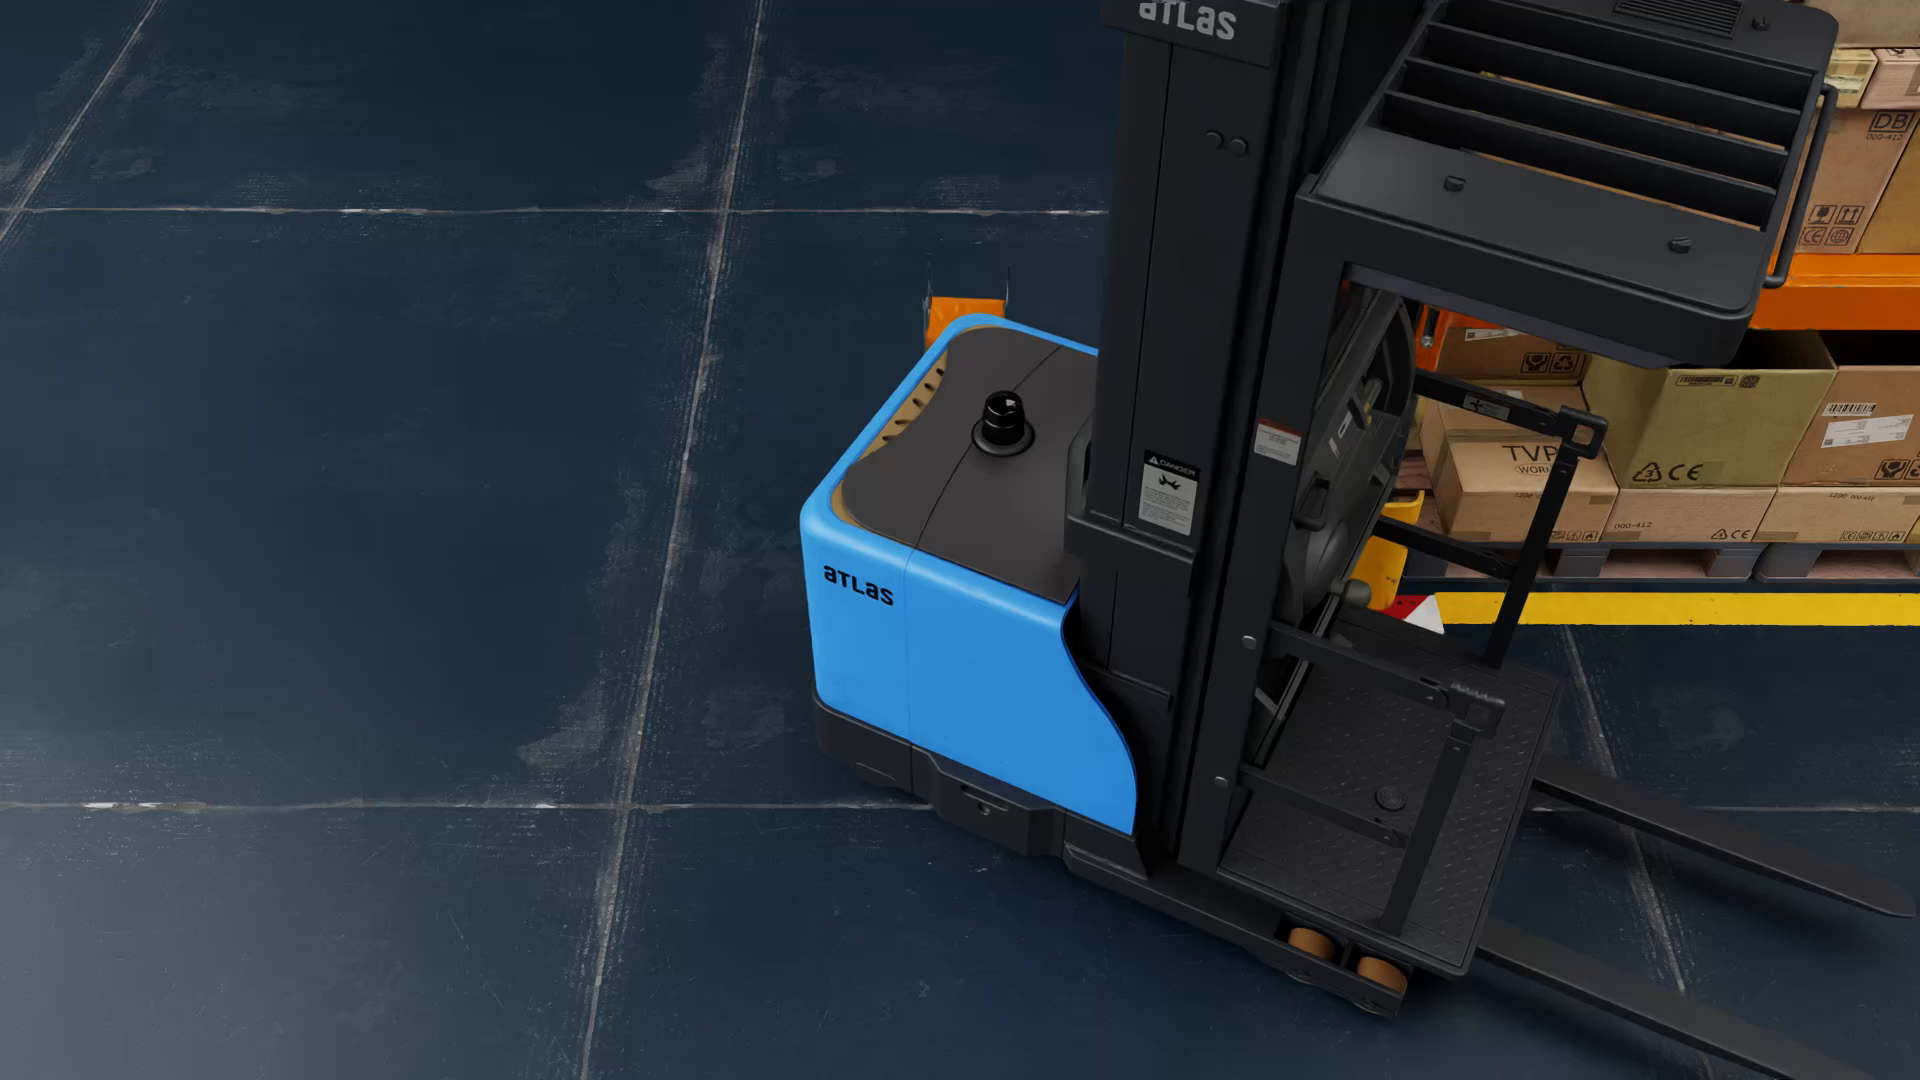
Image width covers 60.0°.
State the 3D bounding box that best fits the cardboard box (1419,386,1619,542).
[{"bbox_3d":[1.844,-0.256,5.531,0.500,0.250,0.500,0,47,0],"label":"cardboard box"}]

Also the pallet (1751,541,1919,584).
[{"bbox_3d":[3.291,-0.287,5.873,1.213,0.211,1.003,0,47,0],"label":"pallet"}]

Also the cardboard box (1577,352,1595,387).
[{"bbox_3d":[2.346,-0.643,5.890,0.500,0.250,0.500,0,47,0],"label":"cardboard box"}]

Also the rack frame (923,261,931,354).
[{"bbox_3d":[-0.100,-0.427,5.429,0.008,1.050,0.200,3,47,3],"label":"rack frame"}]

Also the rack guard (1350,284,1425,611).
[{"bbox_3d":[1.285,-0.362,5.746,0.348,0.500,1.175,0,47,0],"label":"rack guard"}]

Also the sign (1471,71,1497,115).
[{"bbox_3d":[1.301,-1.130,4.107,0.005,0.325,0.100,0,47,0],"label":"sign"}]

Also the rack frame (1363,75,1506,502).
[{"bbox_3d":[1.309,-1.214,4.831,0.127,3.000,1.000,0,47,0],"label":"rack frame"}]

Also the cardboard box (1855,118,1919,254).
[{"bbox_3d":[2.797,-1.234,4.781,0.500,0.500,0.700,0,47,0],"label":"cardboard box"}]

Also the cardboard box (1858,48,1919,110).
[{"bbox_3d":[2.466,-1.308,4.407,0.250,0.149,0.380,0,47,0],"label":"cardboard box"}]

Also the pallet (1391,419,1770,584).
[{"bbox_3d":[2.074,-0.293,5.878,1.213,0.211,1.003,0,47,0],"label":"pallet"}]

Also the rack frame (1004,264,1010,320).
[{"bbox_3d":[0.143,-0.414,5.417,0.008,1.050,0.200,3,47,3],"label":"rack frame"}]

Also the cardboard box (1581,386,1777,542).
[{"bbox_3d":[2.344,-0.257,5.532,0.500,0.250,0.500,0,47,0],"label":"cardboard box"}]

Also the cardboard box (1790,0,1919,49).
[{"bbox_3d":[2.354,-1.682,4.312,0.500,0.500,0.700,-1,47,-1],"label":"cardboard box"}]

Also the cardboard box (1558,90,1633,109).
[{"bbox_3d":[1.700,-1.310,4.409,0.250,0.149,0.380,0,47,0],"label":"cardboard box"}]

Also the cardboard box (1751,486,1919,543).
[{"bbox_3d":[2.844,-0.256,5.530,0.500,0.250,0.500,0,47,0],"label":"cardboard box"}]

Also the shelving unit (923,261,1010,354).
[{"bbox_3d":[0.022,-0.420,5.423,0.252,1.050,0.215,3,47,3],"label":"shelving unit"}]

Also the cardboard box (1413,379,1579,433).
[{"bbox_3d":[1.846,-0.635,5.884,0.500,0.250,0.500,0,47,0],"label":"cardboard box"}]

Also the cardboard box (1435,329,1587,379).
[{"bbox_3d":[1.846,-0.892,5.610,0.500,0.500,0.500,0,47,0],"label":"cardboard box"}]

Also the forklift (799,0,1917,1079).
[{"bbox_3d":[1.109,-0.154,3.891,3.031,2.935,1.130,21,50,18],"label":"forklift"}]

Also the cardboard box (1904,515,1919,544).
[{"bbox_3d":[3.344,-0.251,5.526,0.500,0.250,0.500,0,47,0],"label":"cardboard box"}]

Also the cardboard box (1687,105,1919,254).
[{"bbox_3d":[2.301,-1.240,4.786,0.500,0.500,0.700,1,47,1],"label":"cardboard box"}]

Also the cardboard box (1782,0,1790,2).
[{"bbox_3d":[1.828,-1.679,4.309,0.500,0.500,0.700,0,47,0],"label":"cardboard box"}]

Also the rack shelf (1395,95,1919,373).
[{"bbox_3d":[3.309,-0.964,5.089,4.000,0.370,1.077,0,47,0],"label":"rack shelf"}]

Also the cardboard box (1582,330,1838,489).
[{"bbox_3d":[2.344,-0.512,5.256,0.500,0.500,0.500,0,47,0],"label":"cardboard box"}]

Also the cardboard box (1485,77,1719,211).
[{"bbox_3d":[1.776,-1.237,4.784,0.500,0.500,0.700,0,47,0],"label":"cardboard box"}]

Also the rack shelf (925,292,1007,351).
[{"bbox_3d":[0.021,-0.608,5.224,0.240,0.259,0.215,3,47,3],"label":"rack shelf"}]

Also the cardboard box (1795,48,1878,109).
[{"bbox_3d":[2.214,-1.310,4.409,0.250,0.149,0.380,0,47,0],"label":"cardboard box"}]

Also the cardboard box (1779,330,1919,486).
[{"bbox_3d":[2.844,-0.520,5.264,0.500,0.500,0.500,0,47,0],"label":"cardboard box"}]
